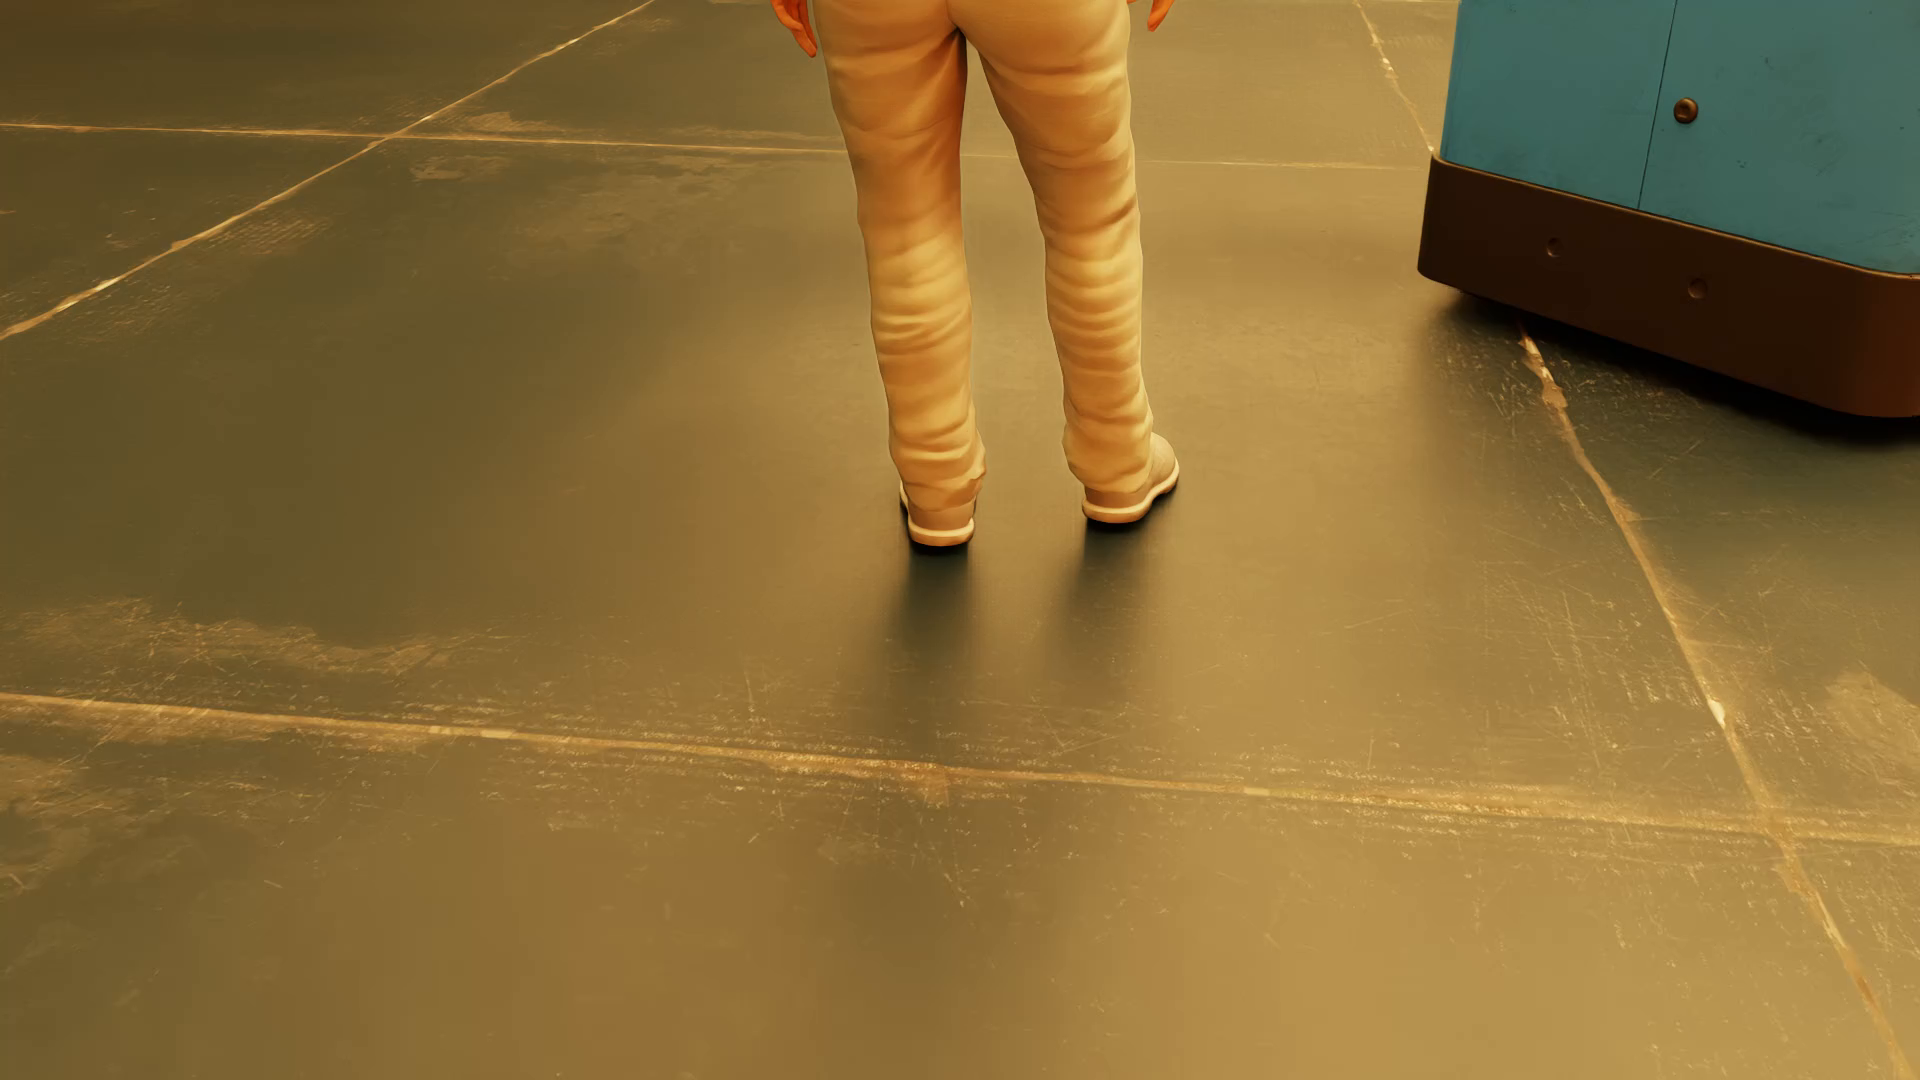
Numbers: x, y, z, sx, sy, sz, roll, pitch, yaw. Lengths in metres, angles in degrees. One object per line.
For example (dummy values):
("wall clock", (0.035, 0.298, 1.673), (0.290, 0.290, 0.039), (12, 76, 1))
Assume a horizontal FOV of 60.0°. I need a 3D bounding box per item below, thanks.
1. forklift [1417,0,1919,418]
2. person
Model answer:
("forklift", (2.454, -2.005, 3.237), (3.031, 2.935, 1.130), (-17, 31, -31))
("person", (0.033, -0.784, 2.190), (0.598, 1.670, 0.529), (3, 27, 7))
